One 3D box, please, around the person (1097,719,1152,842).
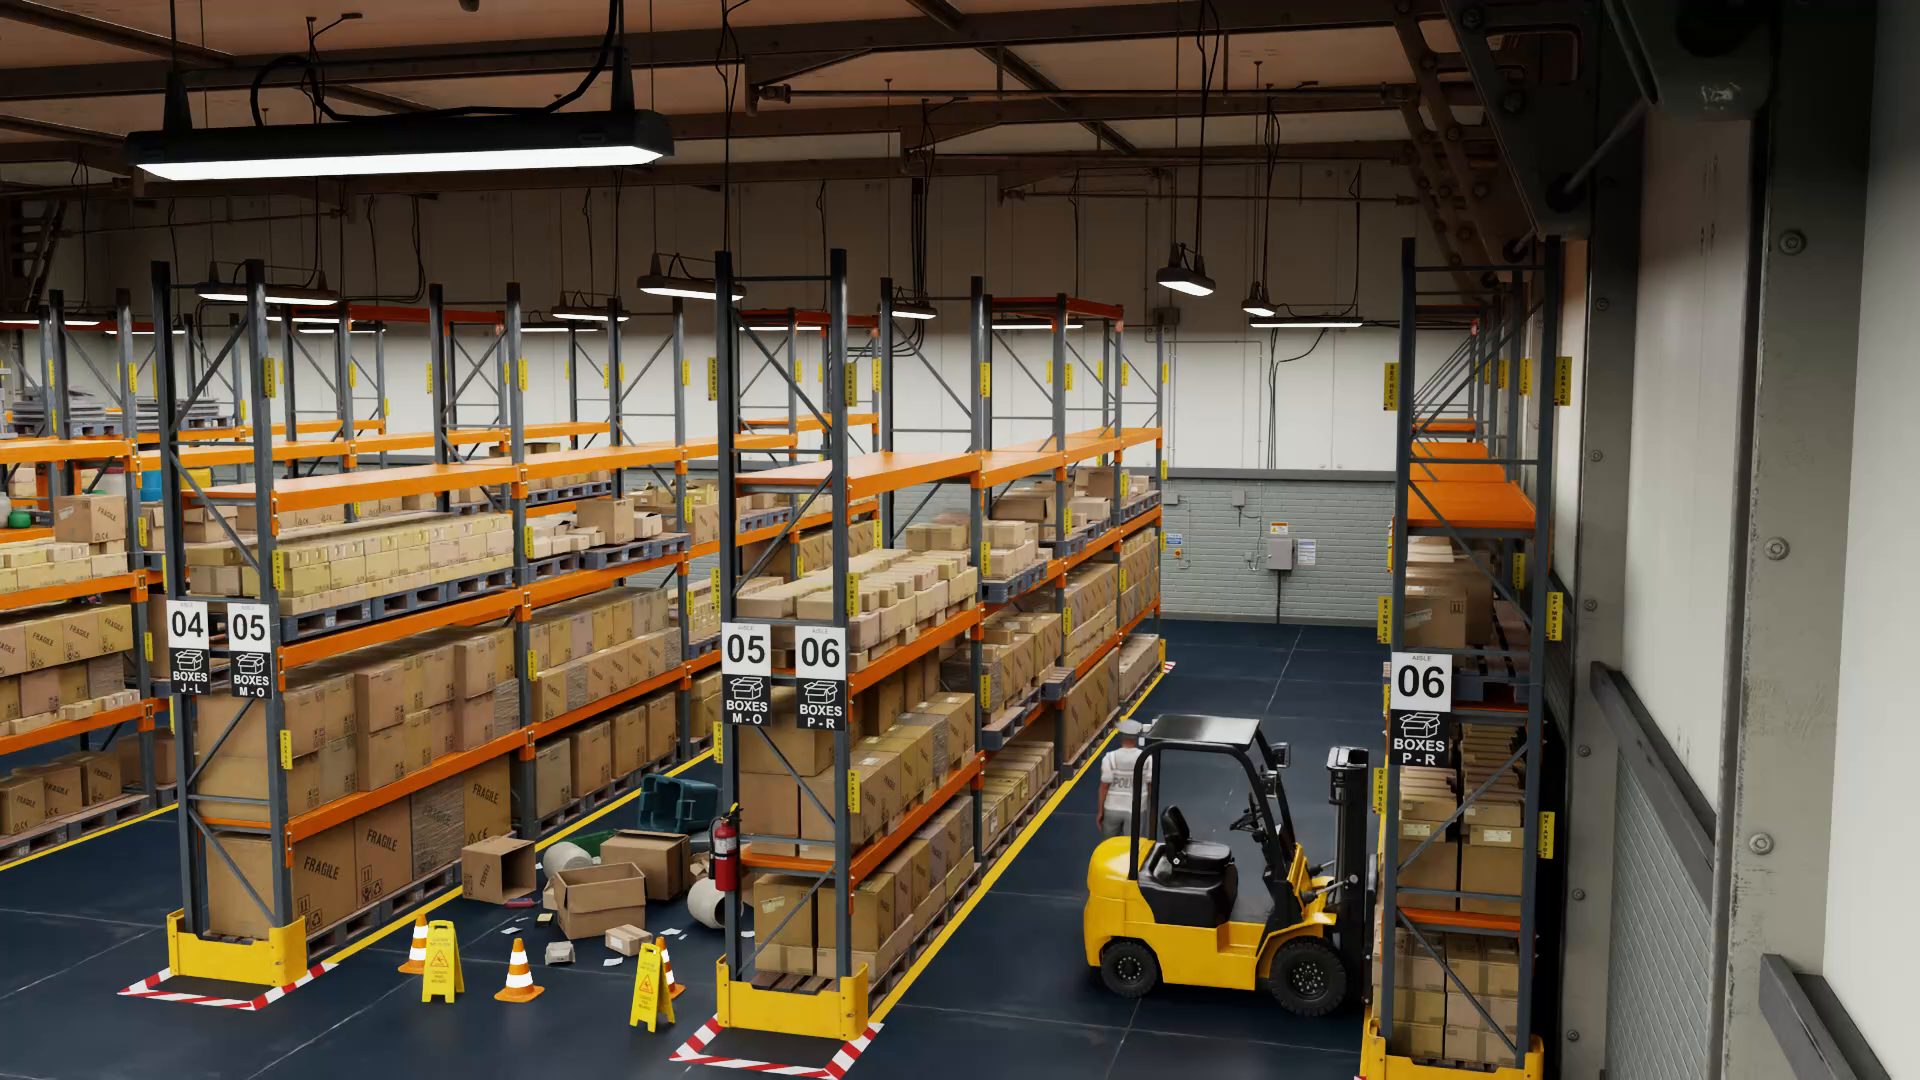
[{"bbox_3d":[1.592,2.598,16.105,0.641,1.755,0.796,1,6,11],"label":"person"}]
